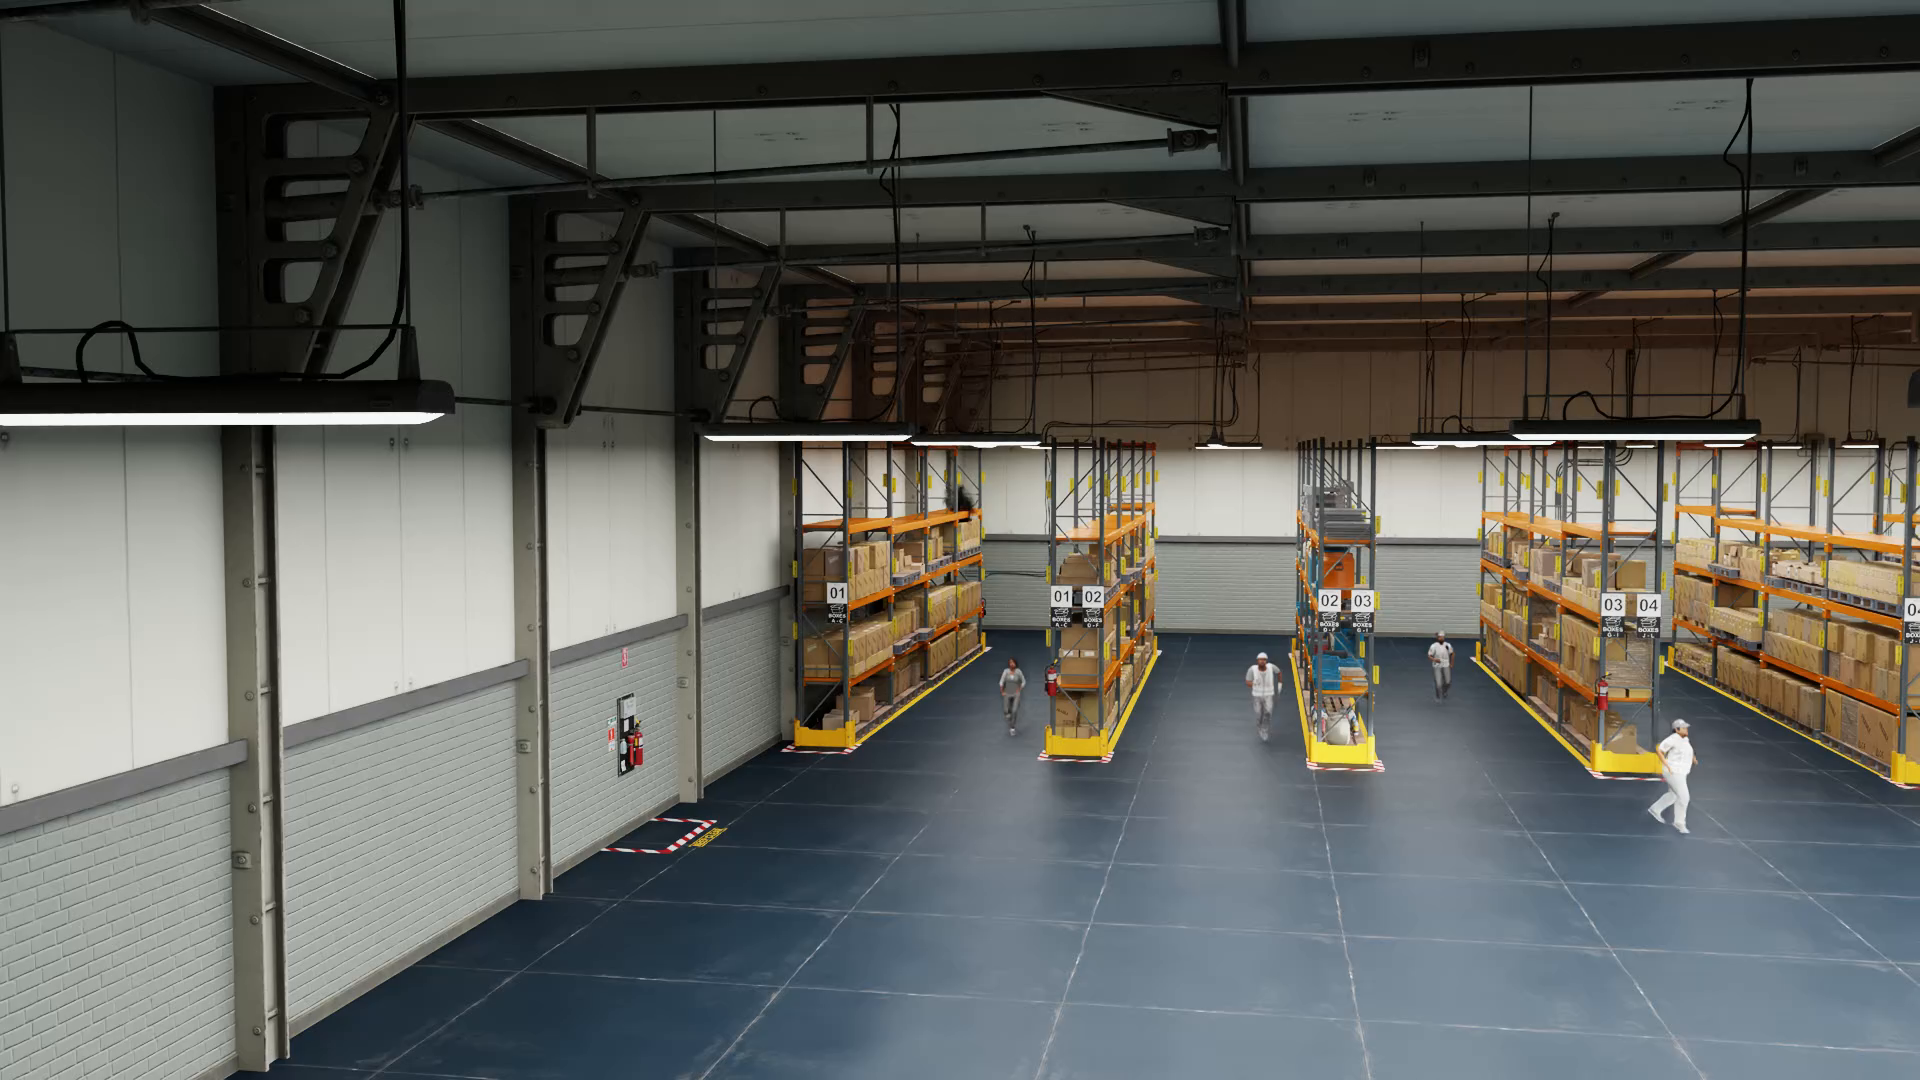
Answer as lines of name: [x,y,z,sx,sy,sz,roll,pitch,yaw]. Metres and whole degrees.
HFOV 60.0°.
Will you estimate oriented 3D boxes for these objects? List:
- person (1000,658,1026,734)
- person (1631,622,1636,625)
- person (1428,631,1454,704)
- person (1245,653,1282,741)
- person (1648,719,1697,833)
person: [1.074,3.168,33.879,0.543,1.530,0.574,0,3,9]
person: [17.794,2.581,44.563,0.619,1.591,0.490,2,4,36]
person: [10.929,2.892,37.705,0.624,1.671,0.528,0,3,5]
person: [6.000,3.090,32.866,0.718,1.756,0.816,0,3,8]
person: [10.818,3.572,25.288,0.612,1.736,0.721,-3,4,-43]
